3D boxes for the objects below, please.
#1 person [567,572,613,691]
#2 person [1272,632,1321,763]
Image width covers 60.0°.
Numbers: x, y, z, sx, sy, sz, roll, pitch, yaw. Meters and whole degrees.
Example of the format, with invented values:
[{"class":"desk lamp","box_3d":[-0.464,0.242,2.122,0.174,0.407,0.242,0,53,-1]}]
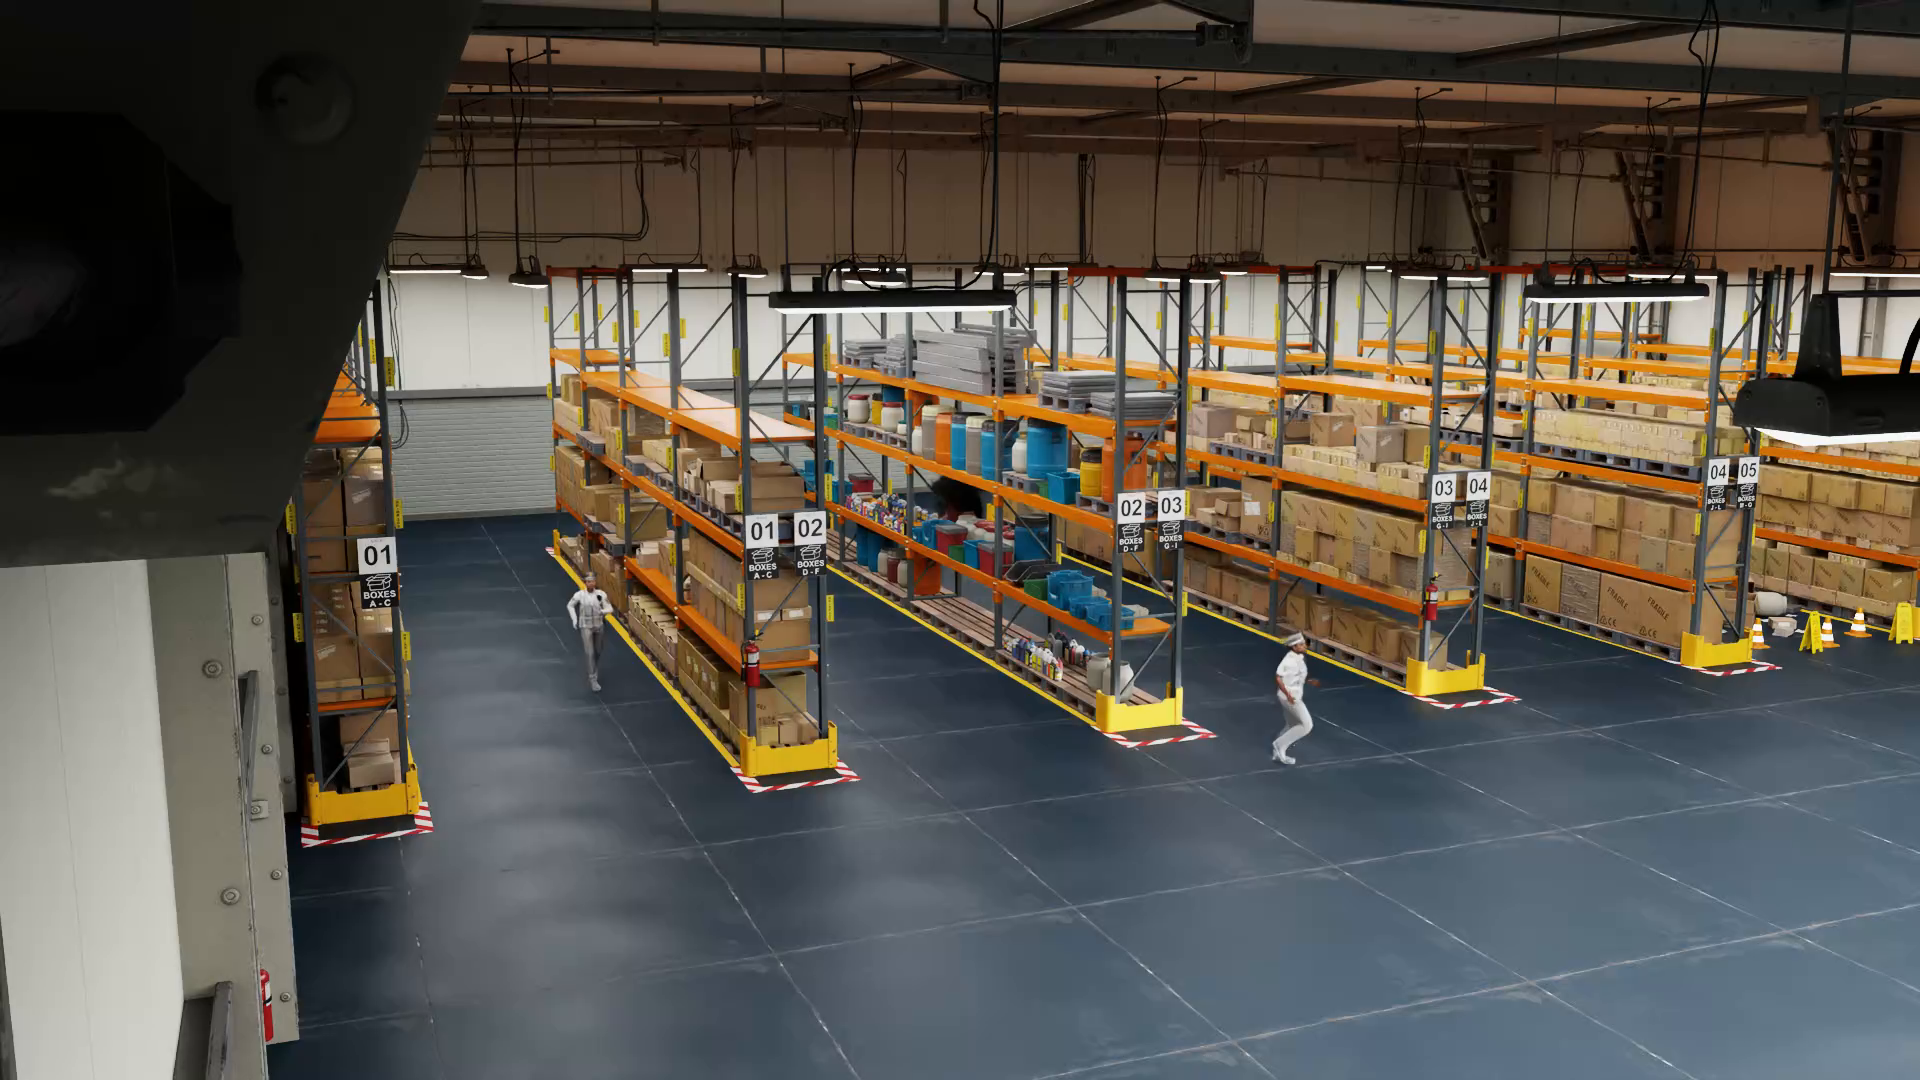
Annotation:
[{"class":"person","box_3d":[-5.388,1.283,24.304,0.593,1.676,0.940,-5,11,-24]},{"class":"person","box_3d":[4.183,1.954,20.643,0.564,1.668,0.561,3,10,15]}]
